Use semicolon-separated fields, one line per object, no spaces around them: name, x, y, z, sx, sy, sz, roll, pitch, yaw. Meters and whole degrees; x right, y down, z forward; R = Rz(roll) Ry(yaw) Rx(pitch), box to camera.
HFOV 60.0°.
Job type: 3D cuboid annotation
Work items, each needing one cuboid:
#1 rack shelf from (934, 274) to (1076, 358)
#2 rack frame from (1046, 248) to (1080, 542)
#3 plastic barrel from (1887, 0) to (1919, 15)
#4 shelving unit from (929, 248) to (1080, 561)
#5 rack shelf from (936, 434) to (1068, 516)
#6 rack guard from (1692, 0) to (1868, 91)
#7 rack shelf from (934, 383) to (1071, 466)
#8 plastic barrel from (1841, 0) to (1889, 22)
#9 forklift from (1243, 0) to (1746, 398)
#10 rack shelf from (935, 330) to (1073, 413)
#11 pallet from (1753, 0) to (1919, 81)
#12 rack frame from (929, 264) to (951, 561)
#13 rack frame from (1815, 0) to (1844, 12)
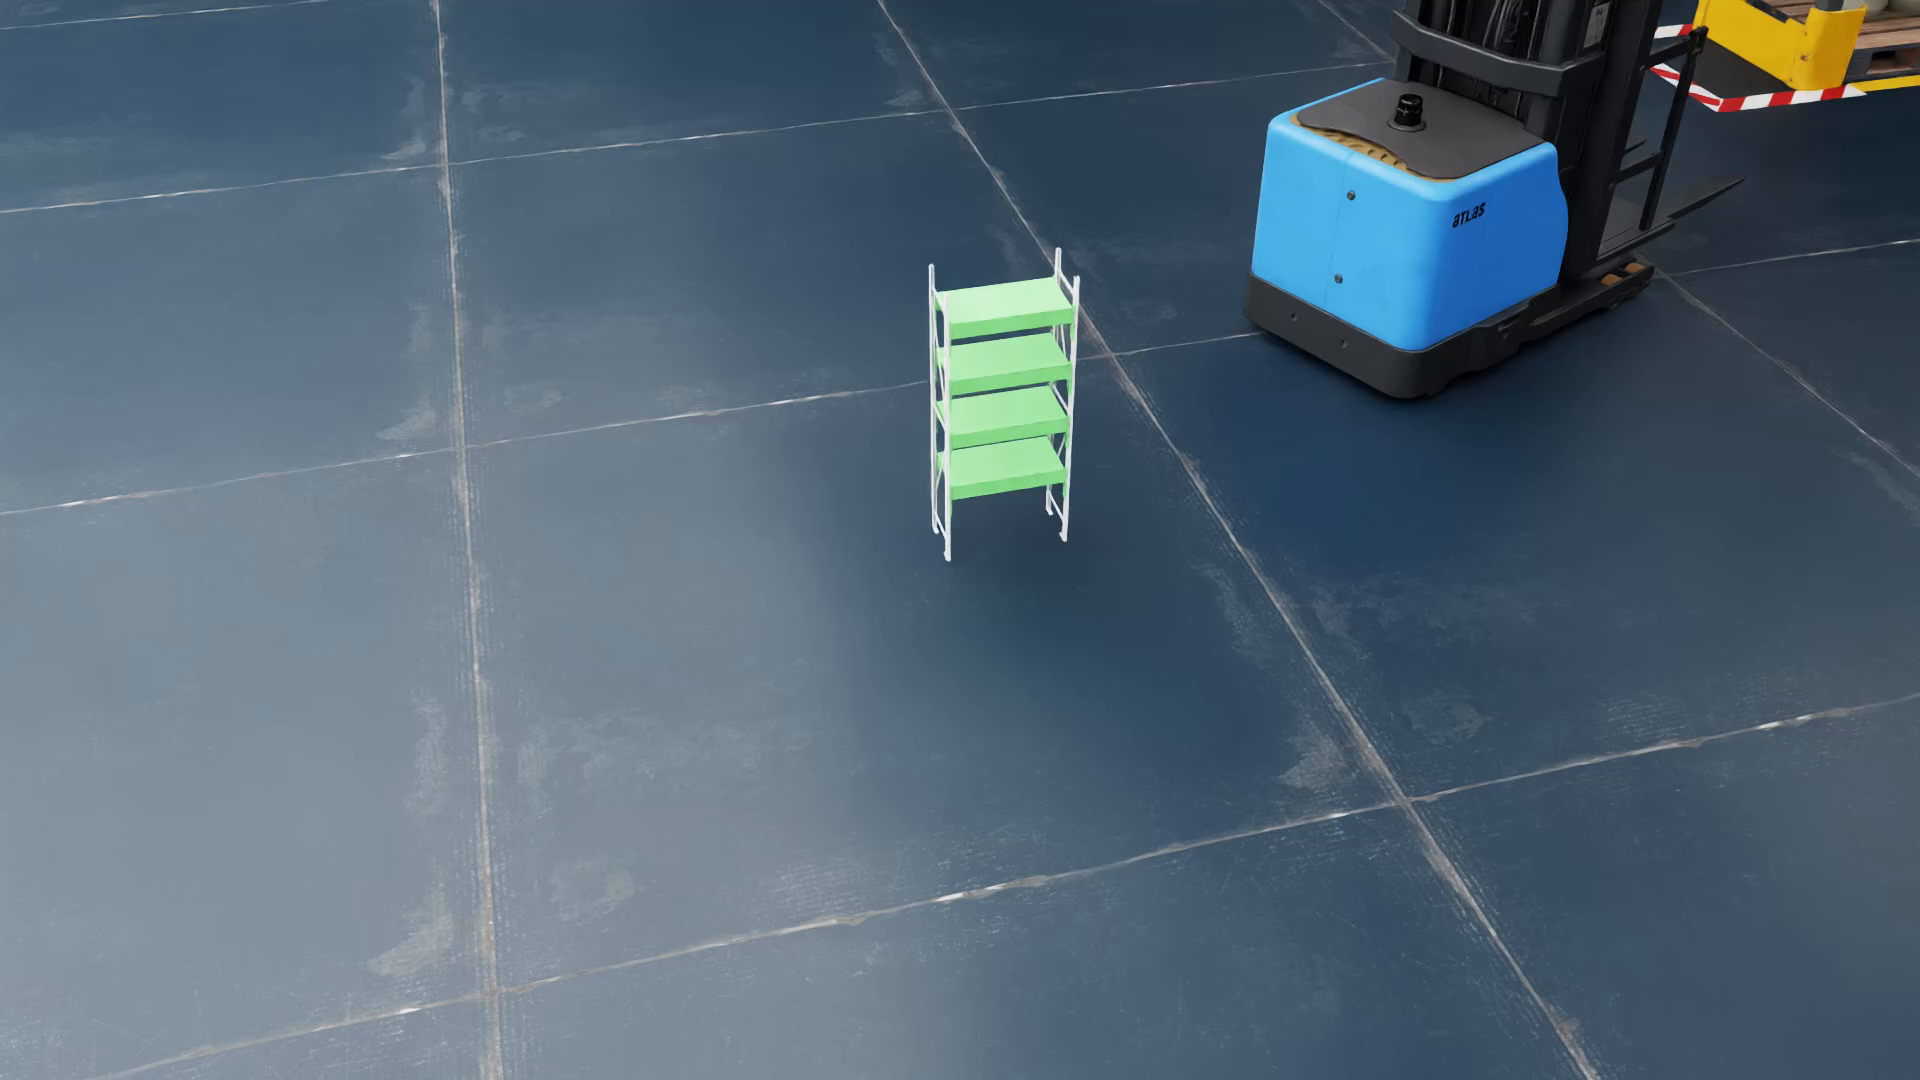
rack shelf;0.160;-0.833;6.167;0.480;0.148;0.258;-9;38;-12
rack frame;0.395;-0.541;6.470;0.015;1.200;0.240;-9;38;-12
plastic barrel;6.309;-3.734;10.865;0.421;0.512;0.421;0;37;0
shelving unit;0.160;-0.503;6.420;0.503;1.200;0.258;-9;38;-12
rack shelf;0.160;-0.261;6.604;0.480;0.148;0.258;-9;38;-12
rack guard;5.271;-3.374;10.749;0.348;0.500;1.175;-9;38;-12
rack shelf;0.160;-0.452;6.459;0.480;0.148;0.258;-9;38;-12
plastic barrel;5.825;-3.655;10.761;0.421;0.512;0.421;0;37;0
forklift;2.841;-2.538;7.655;3.031;2.935;1.130;-26;44;-30
rack shelf;0.160;-0.643;6.313;0.480;0.148;0.258;-9;38;-12
pallet;6.056;-3.385;11.001;1.213;0.211;1.003;-9;38;-12
rack frame;-0.076;-0.464;6.369;0.015;1.200;0.240;-9;38;-12
rack frame;5.209;-4.327;9.938;0.127;3.000;1.000;-9;38;-12
